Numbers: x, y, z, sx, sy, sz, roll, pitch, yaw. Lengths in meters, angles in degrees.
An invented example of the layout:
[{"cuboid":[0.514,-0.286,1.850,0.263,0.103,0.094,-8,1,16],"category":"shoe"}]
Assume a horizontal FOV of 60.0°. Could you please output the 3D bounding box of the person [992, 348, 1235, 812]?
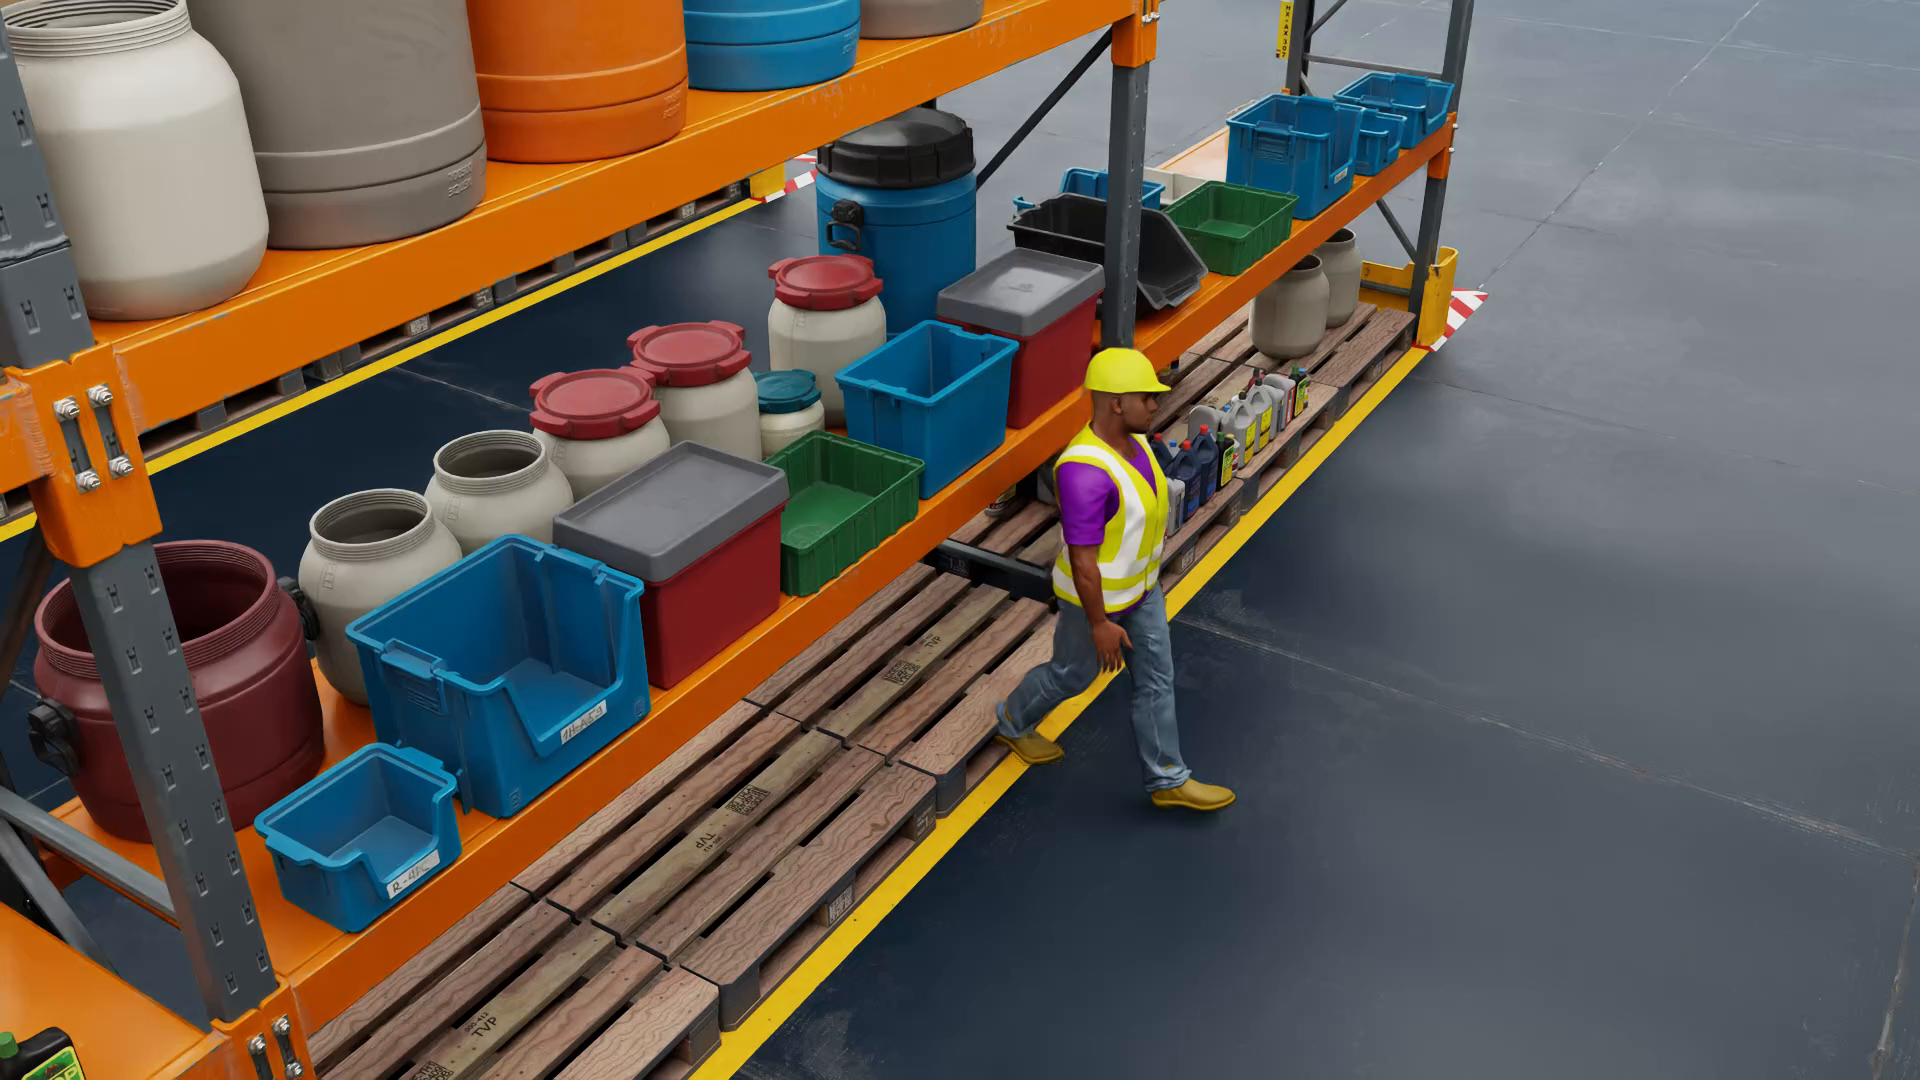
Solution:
[{"cuboid":[0.545,0.170,5.806,0.953,1.726,0.581,18,35,28],"category":"person"}]
